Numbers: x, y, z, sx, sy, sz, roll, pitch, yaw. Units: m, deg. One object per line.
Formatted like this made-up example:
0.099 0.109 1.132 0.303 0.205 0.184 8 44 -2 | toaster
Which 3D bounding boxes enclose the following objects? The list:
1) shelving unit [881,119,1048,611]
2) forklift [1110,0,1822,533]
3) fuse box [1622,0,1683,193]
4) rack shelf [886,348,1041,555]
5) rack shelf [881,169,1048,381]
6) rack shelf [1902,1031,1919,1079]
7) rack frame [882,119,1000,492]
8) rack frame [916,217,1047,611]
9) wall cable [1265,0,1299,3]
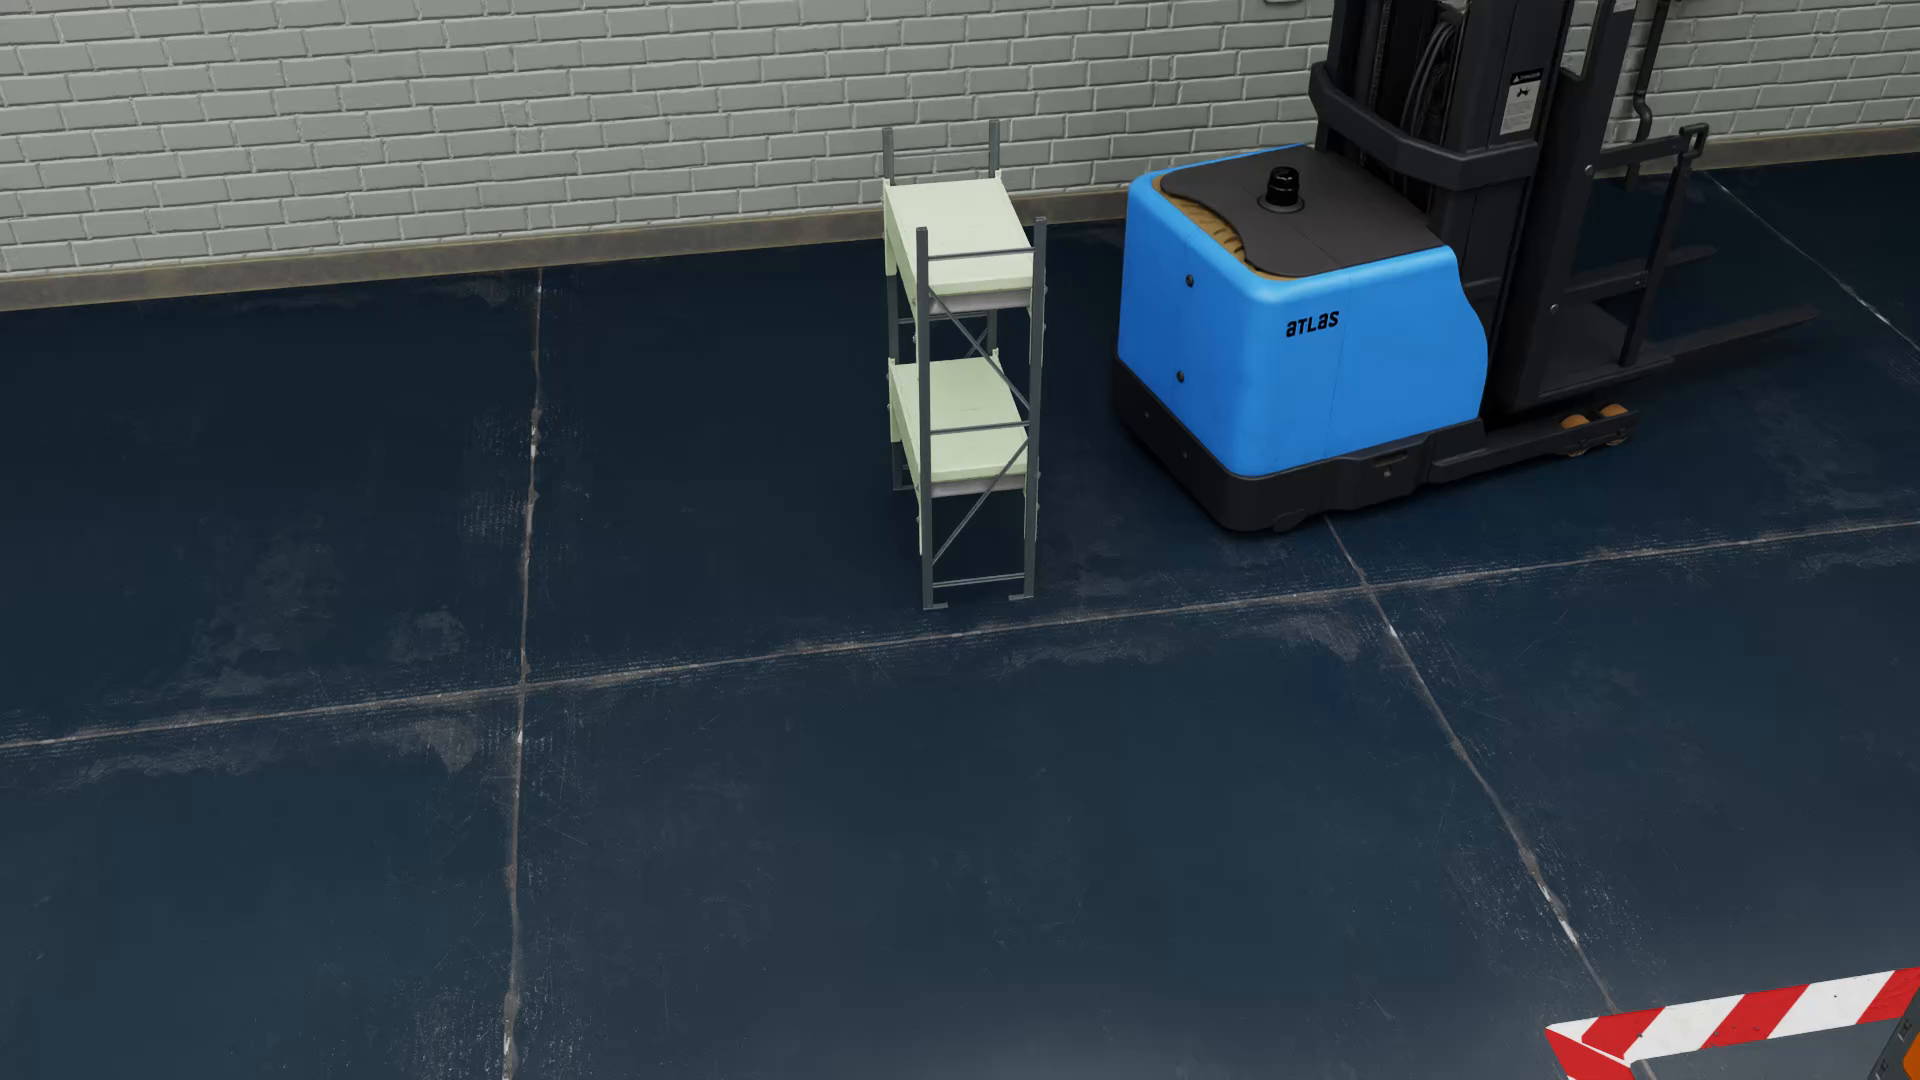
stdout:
0.001 -0.588 5.785 0.431 1.500 0.755 -6 38 -8 | shelving unit
2.185 -1.775 6.146 3.031 2.935 1.130 -15 40 -18 | forklift
3.474 -2.464 8.027 0.539 1.711 0.414 -6 38 -8 | fuse box
0.001 -0.331 5.985 0.431 0.370 0.720 -6 38 -8 | rack shelf
0.001 -0.896 5.545 0.431 0.370 0.720 -6 38 -8 | rack shelf
2.742 2.060 1.740 1.077 0.370 4.000 -6 38 -8 | rack shelf
-0.063 -0.809 6.069 0.400 1.500 0.023 -6 38 -8 | rack frame
0.065 -0.367 5.500 0.400 1.500 0.023 -6 38 -8 | rack frame
1.380 -3.249 7.133 0.585 1.953 0.123 -6 38 -8 | wall cable
